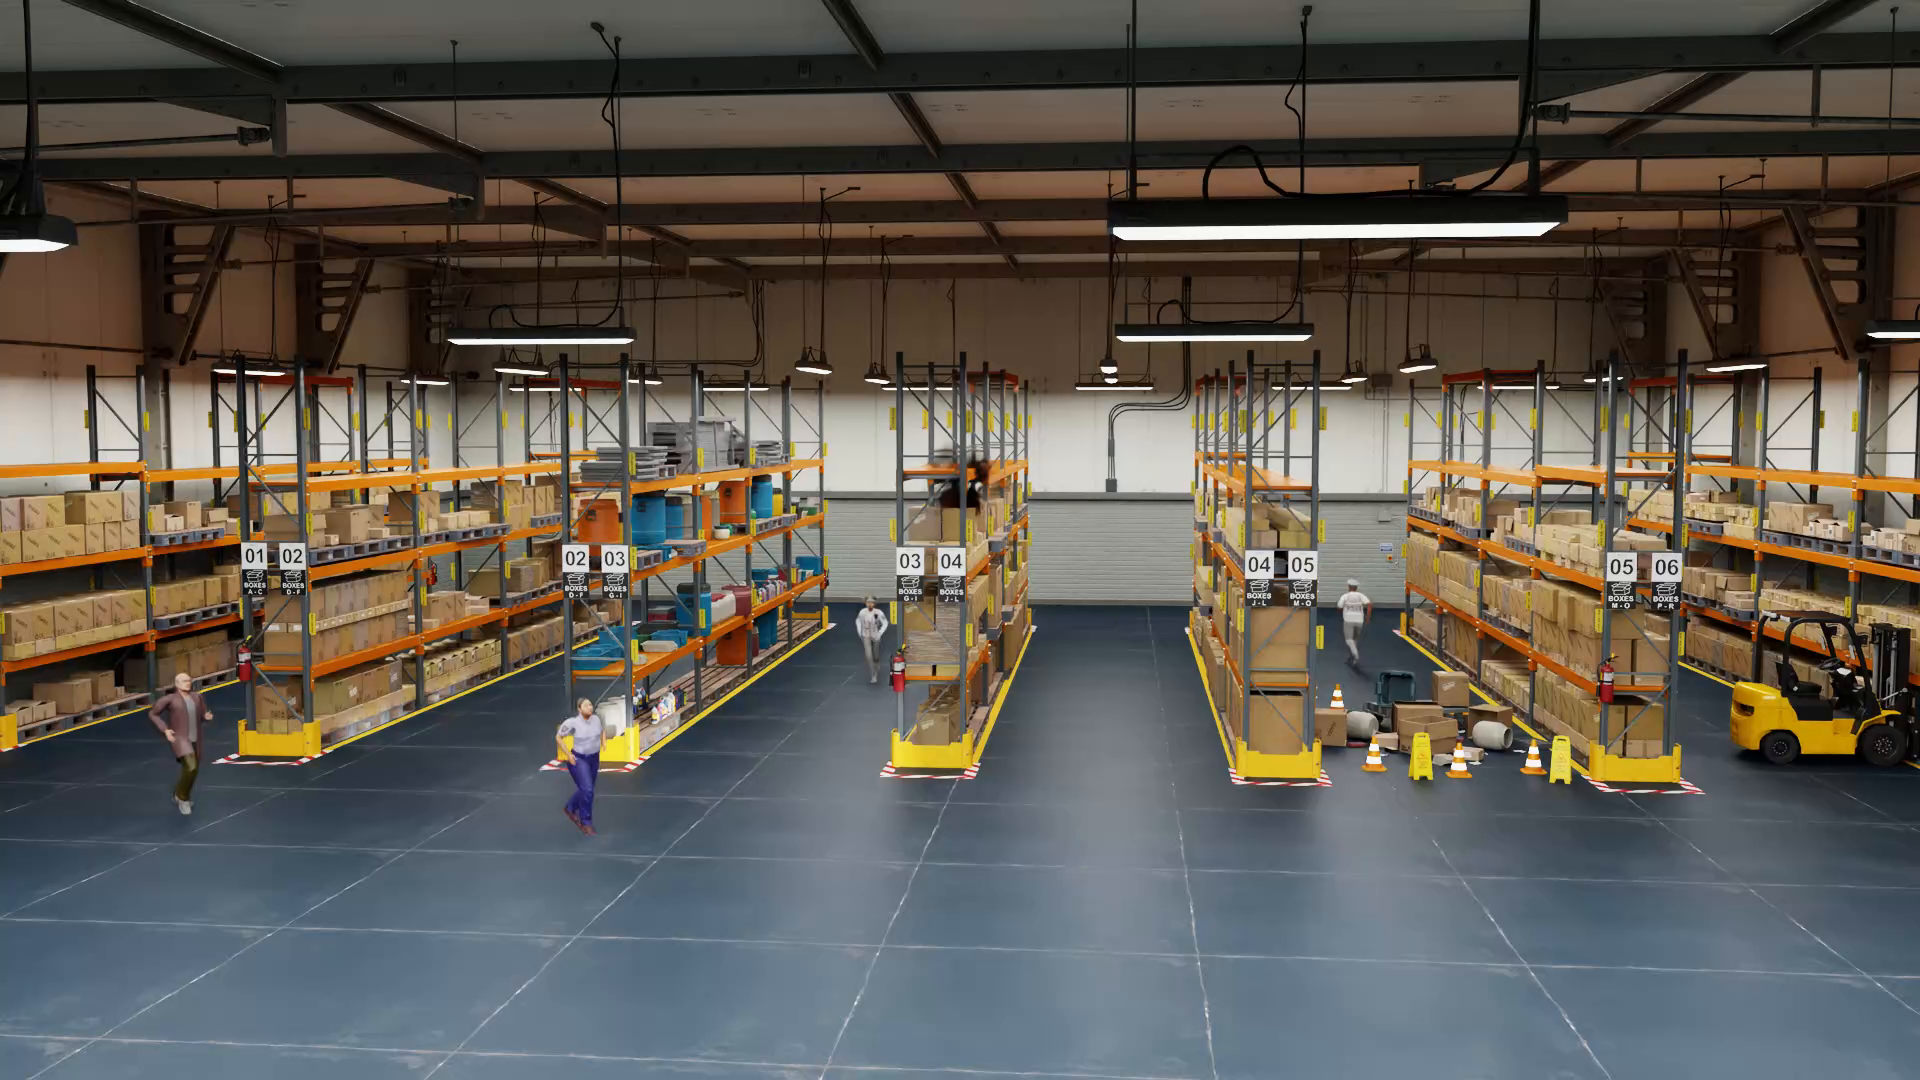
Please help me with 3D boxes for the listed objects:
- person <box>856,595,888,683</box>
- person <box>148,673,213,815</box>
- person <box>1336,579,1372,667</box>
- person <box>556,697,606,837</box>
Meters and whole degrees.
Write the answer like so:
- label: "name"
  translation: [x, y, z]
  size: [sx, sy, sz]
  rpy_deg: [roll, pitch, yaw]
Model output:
- label: "person"
  translation: [-1.713, 1.892, 32.280]
  size: [0.643, 1.677, 0.754]
  rpy_deg: [0, 4, 5]
- label: "person"
  translation: [-9.910, 2.612, 21.314]
  size: [0.750, 1.810, 0.685]
  rpy_deg: [2, 5, 27]
- label: "person"
  translation: [7.987, 1.688, 33.792]
  size: [0.660, 1.772, 0.990]
  rpy_deg: [0, 4, -6]
- label: "person"
  translation: [-4.625, 2.754, 20.344]
  size: [0.731, 1.709, 0.632]
  rpy_deg: [3, 5, 38]
